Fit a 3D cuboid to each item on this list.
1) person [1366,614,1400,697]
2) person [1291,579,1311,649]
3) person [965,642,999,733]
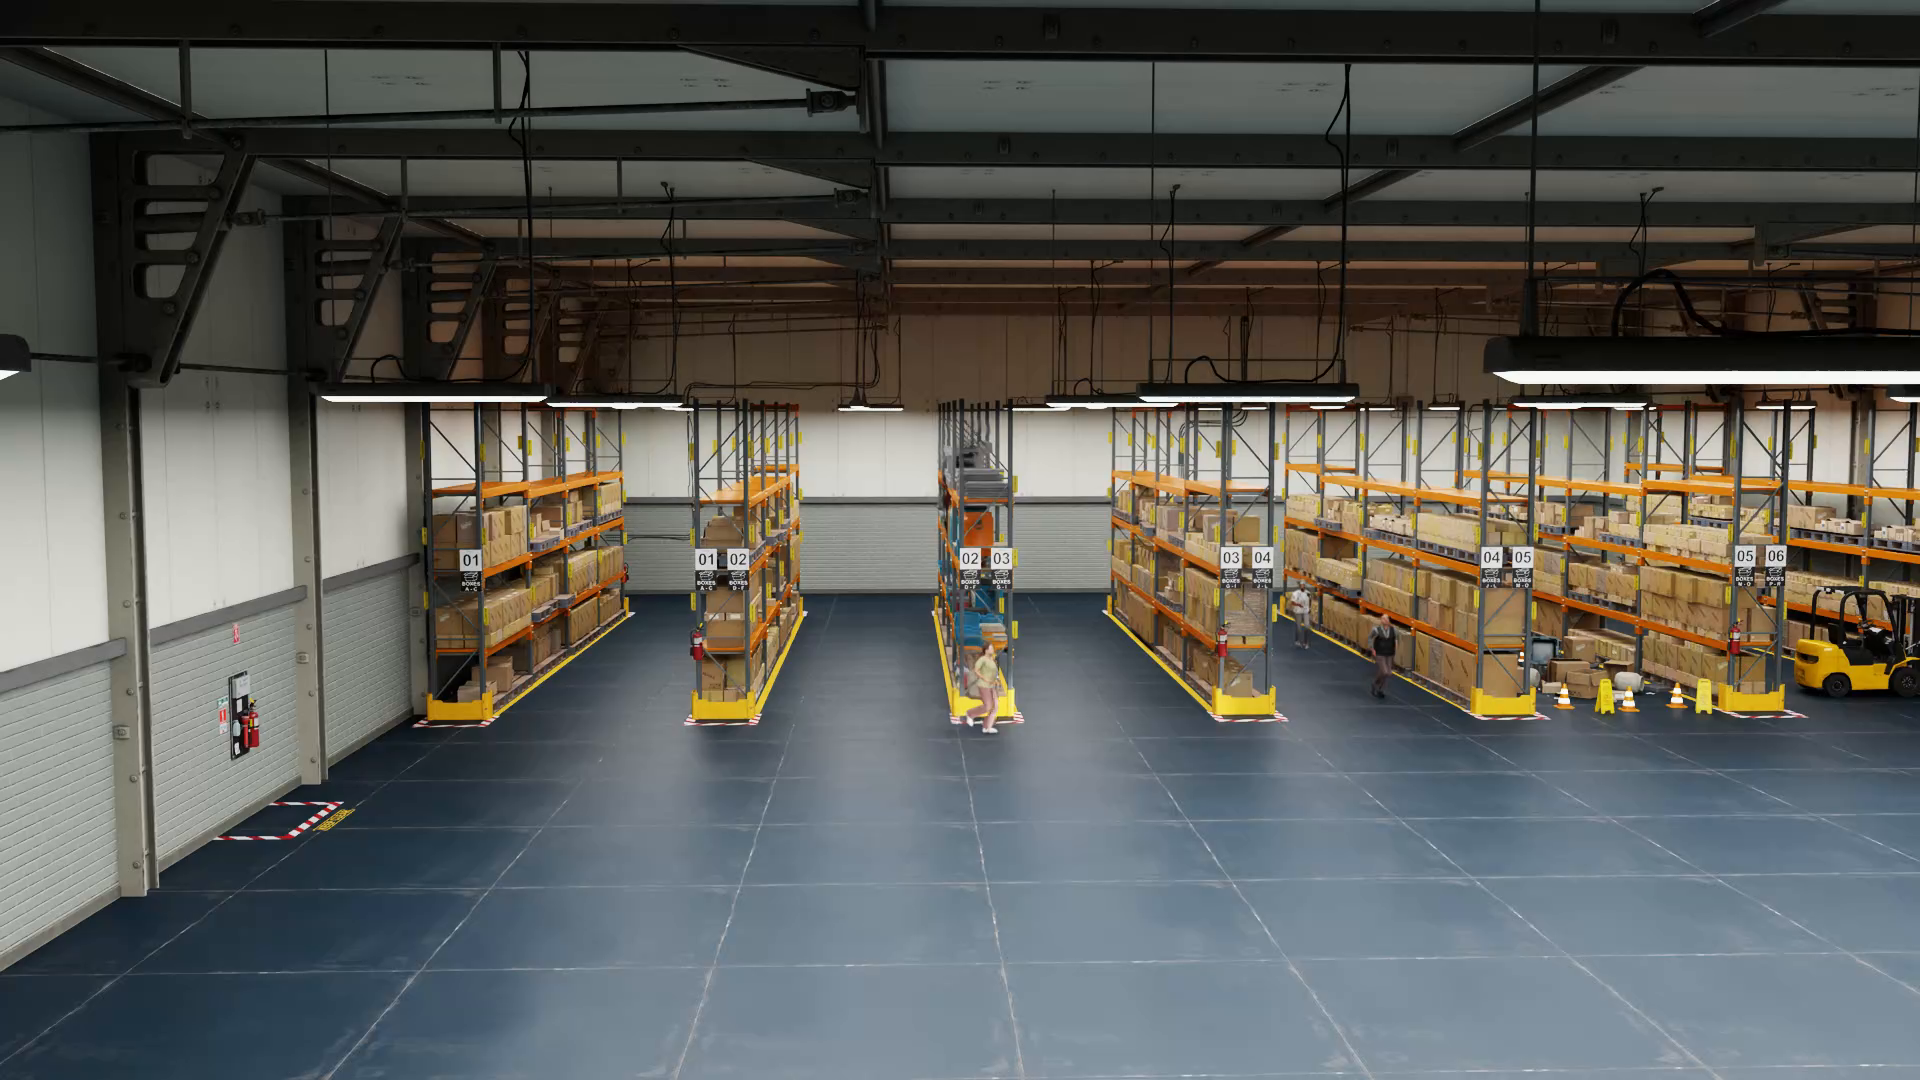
[{"bbox_3d":[8.560,2.334,33.429,0.641,1.687,0.629,-1,4,-9],"label":"person"},{"bbox_3d":[8.338,1.817,40.574,0.566,1.746,0.727,0,4,-3],"label":"person"},{"bbox_3d":[0.443,2.644,29.990,0.653,1.621,0.617,3,5,33],"label":"person"}]
